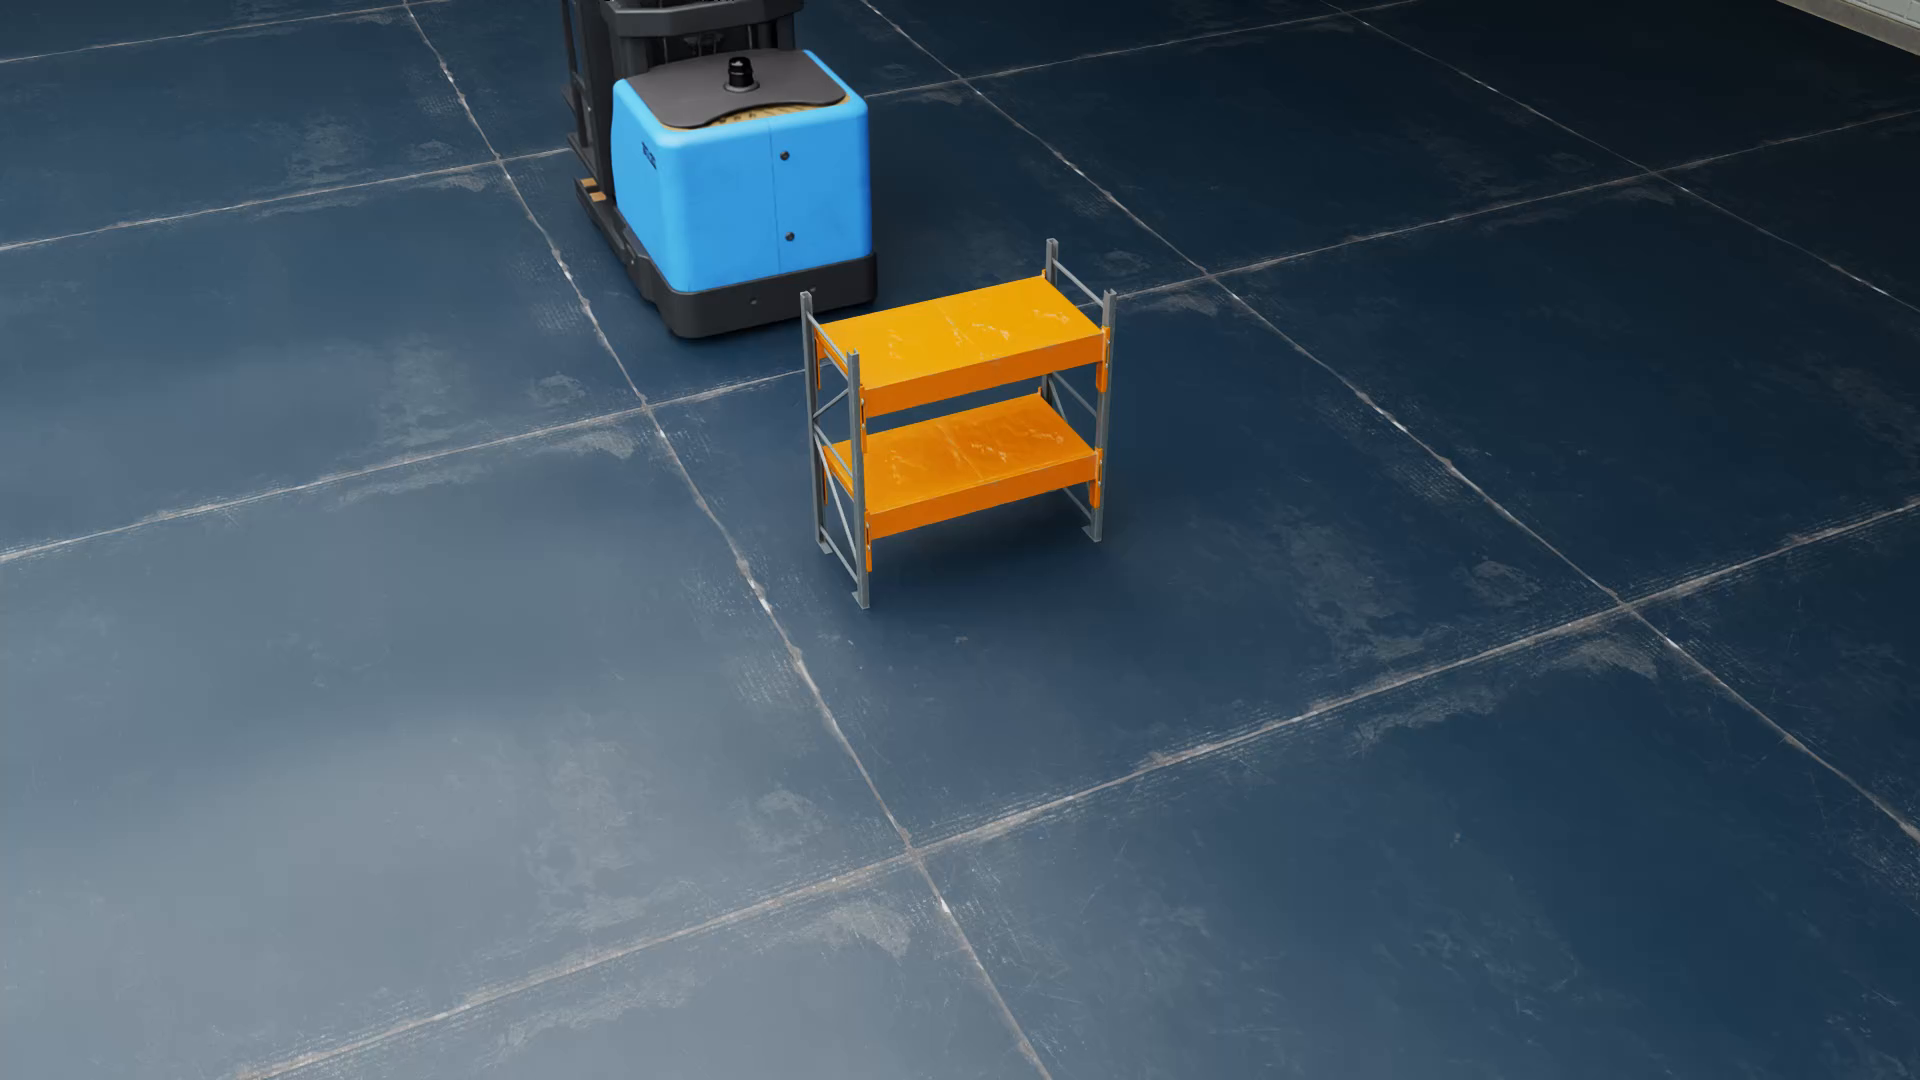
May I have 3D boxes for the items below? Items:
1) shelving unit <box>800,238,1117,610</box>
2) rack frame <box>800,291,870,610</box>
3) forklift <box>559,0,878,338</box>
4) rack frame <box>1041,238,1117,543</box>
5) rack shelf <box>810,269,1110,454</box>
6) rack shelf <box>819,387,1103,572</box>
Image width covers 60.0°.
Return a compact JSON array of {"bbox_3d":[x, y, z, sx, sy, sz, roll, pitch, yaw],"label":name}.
[{"bbox_3d":[-0.006,-0.450,6.413,1.048,1.125,0.538,-16,39,-20],"label":"shelving unit"},{"bbox_3d":[-0.466,-0.321,6.239,0.032,1.125,0.500,-16,39,-20],"label":"rack frame"},{"bbox_3d":[-1.482,-3.009,8.347,1.130,2.935,3.031,-15,39,-20],"label":"forklift"},{"bbox_3d":[0.454,-0.579,6.586,0.032,1.125,0.500,-16,39,-20],"label":"rack frame"},{"bbox_3d":[-0.006,-0.685,6.238,1.000,0.278,0.538,-16,39,-20],"label":"rack shelf"},{"bbox_3d":[-0.006,-0.254,6.558,1.000,0.278,0.538,-16,39,-20],"label":"rack shelf"}]
